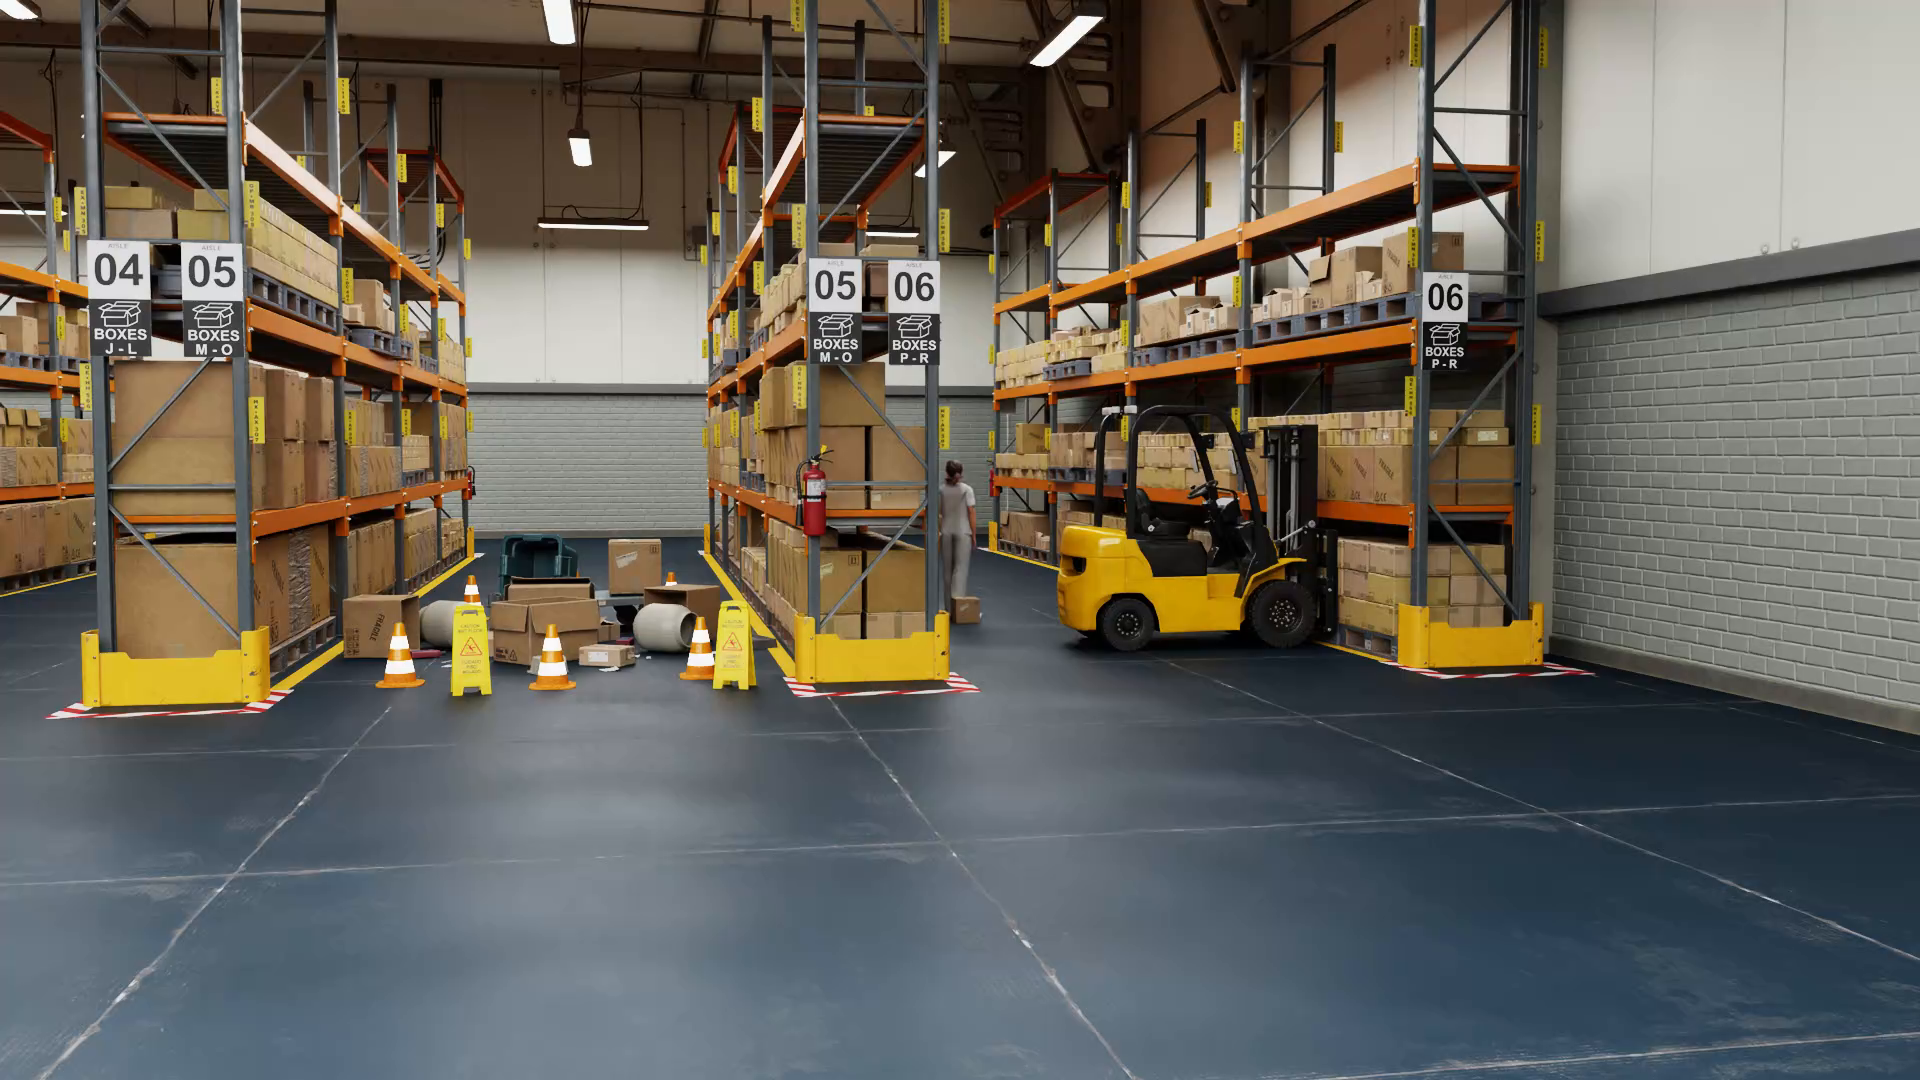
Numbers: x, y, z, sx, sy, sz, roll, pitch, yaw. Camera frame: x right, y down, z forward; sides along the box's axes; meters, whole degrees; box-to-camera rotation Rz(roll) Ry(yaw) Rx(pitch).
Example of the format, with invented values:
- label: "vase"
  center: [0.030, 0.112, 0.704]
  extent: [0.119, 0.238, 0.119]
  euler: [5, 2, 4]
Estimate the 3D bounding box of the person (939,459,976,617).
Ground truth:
- label: "person"
  center: [-0.052, -0.013, 17.432]
  extent: [0.478, 1.666, 0.568]
  euler: [1, 3, 18]
